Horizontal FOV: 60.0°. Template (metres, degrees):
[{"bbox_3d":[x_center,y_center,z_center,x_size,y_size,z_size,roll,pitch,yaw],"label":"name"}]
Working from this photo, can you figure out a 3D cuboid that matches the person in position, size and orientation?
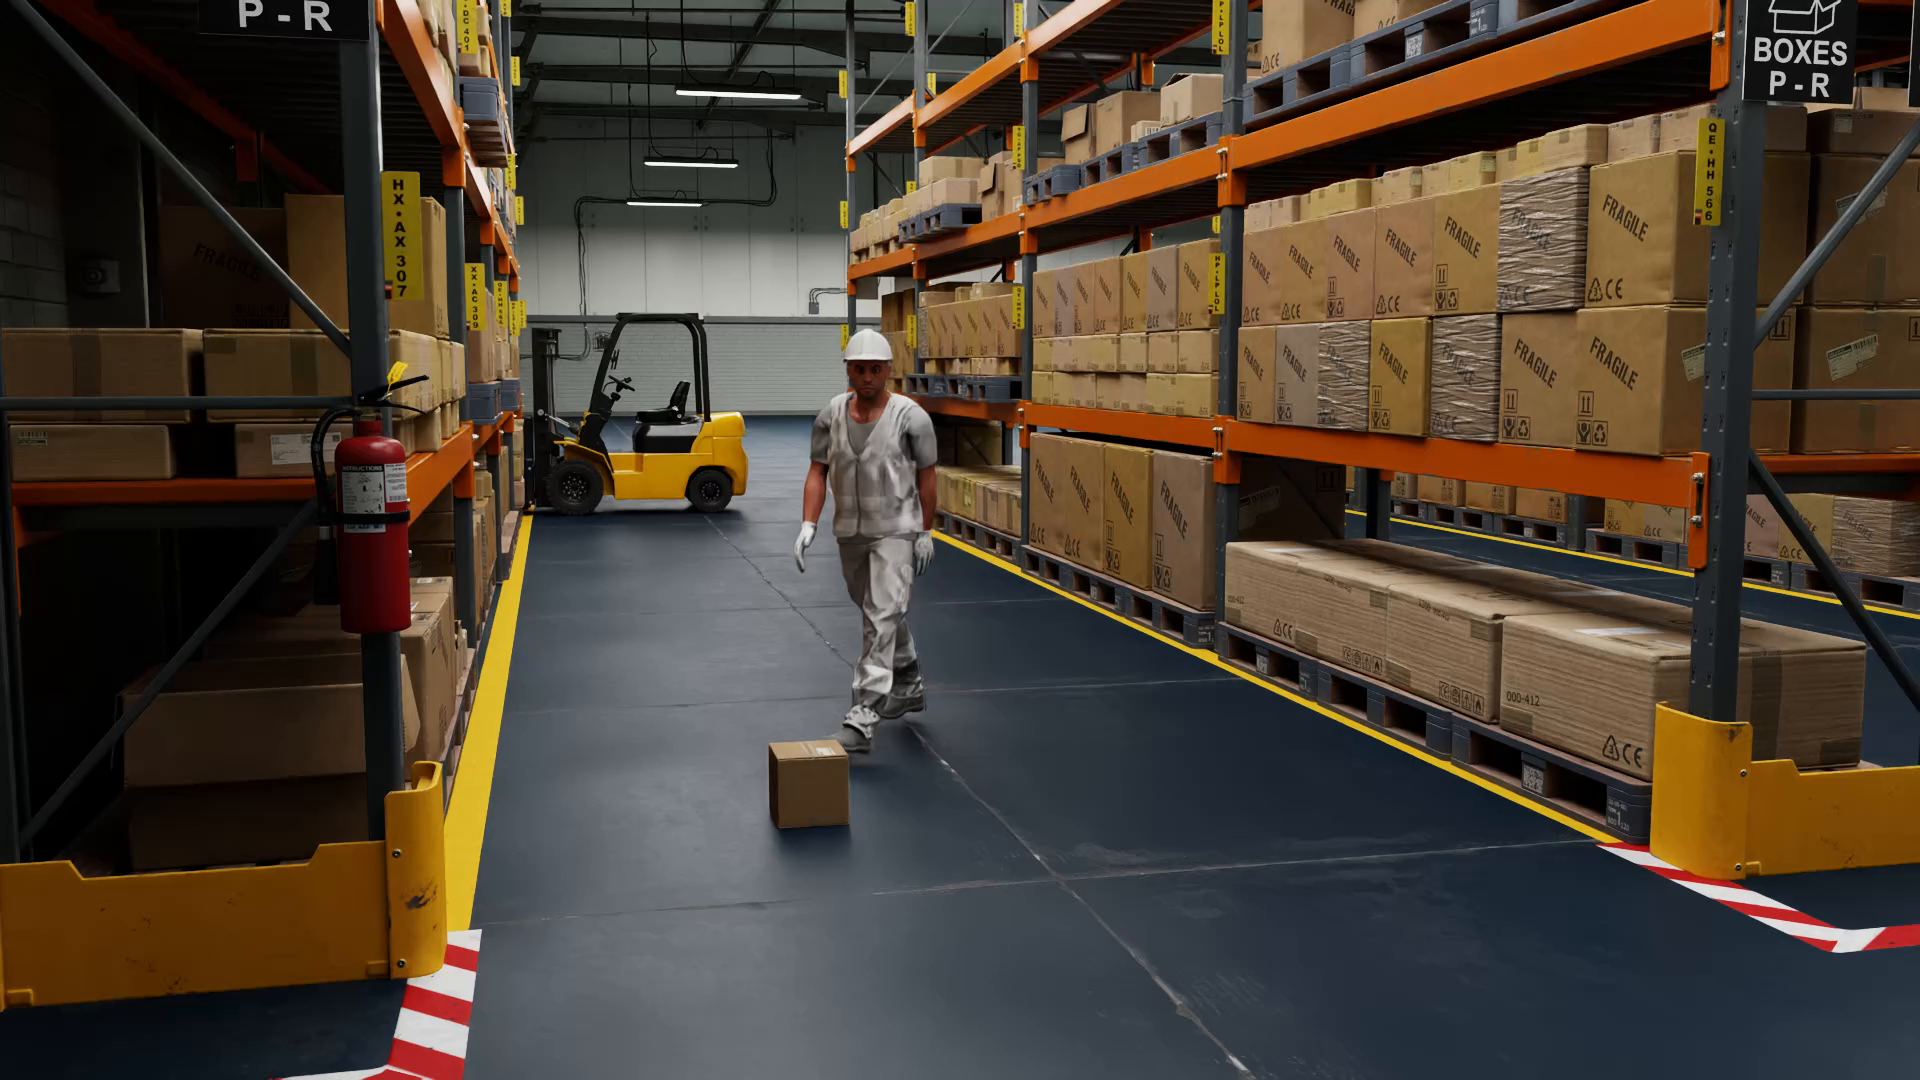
[{"bbox_3d":[-0.387,-0.013,6.957,0.526,1.725,1.045,3,7,29],"label":"person"}]
